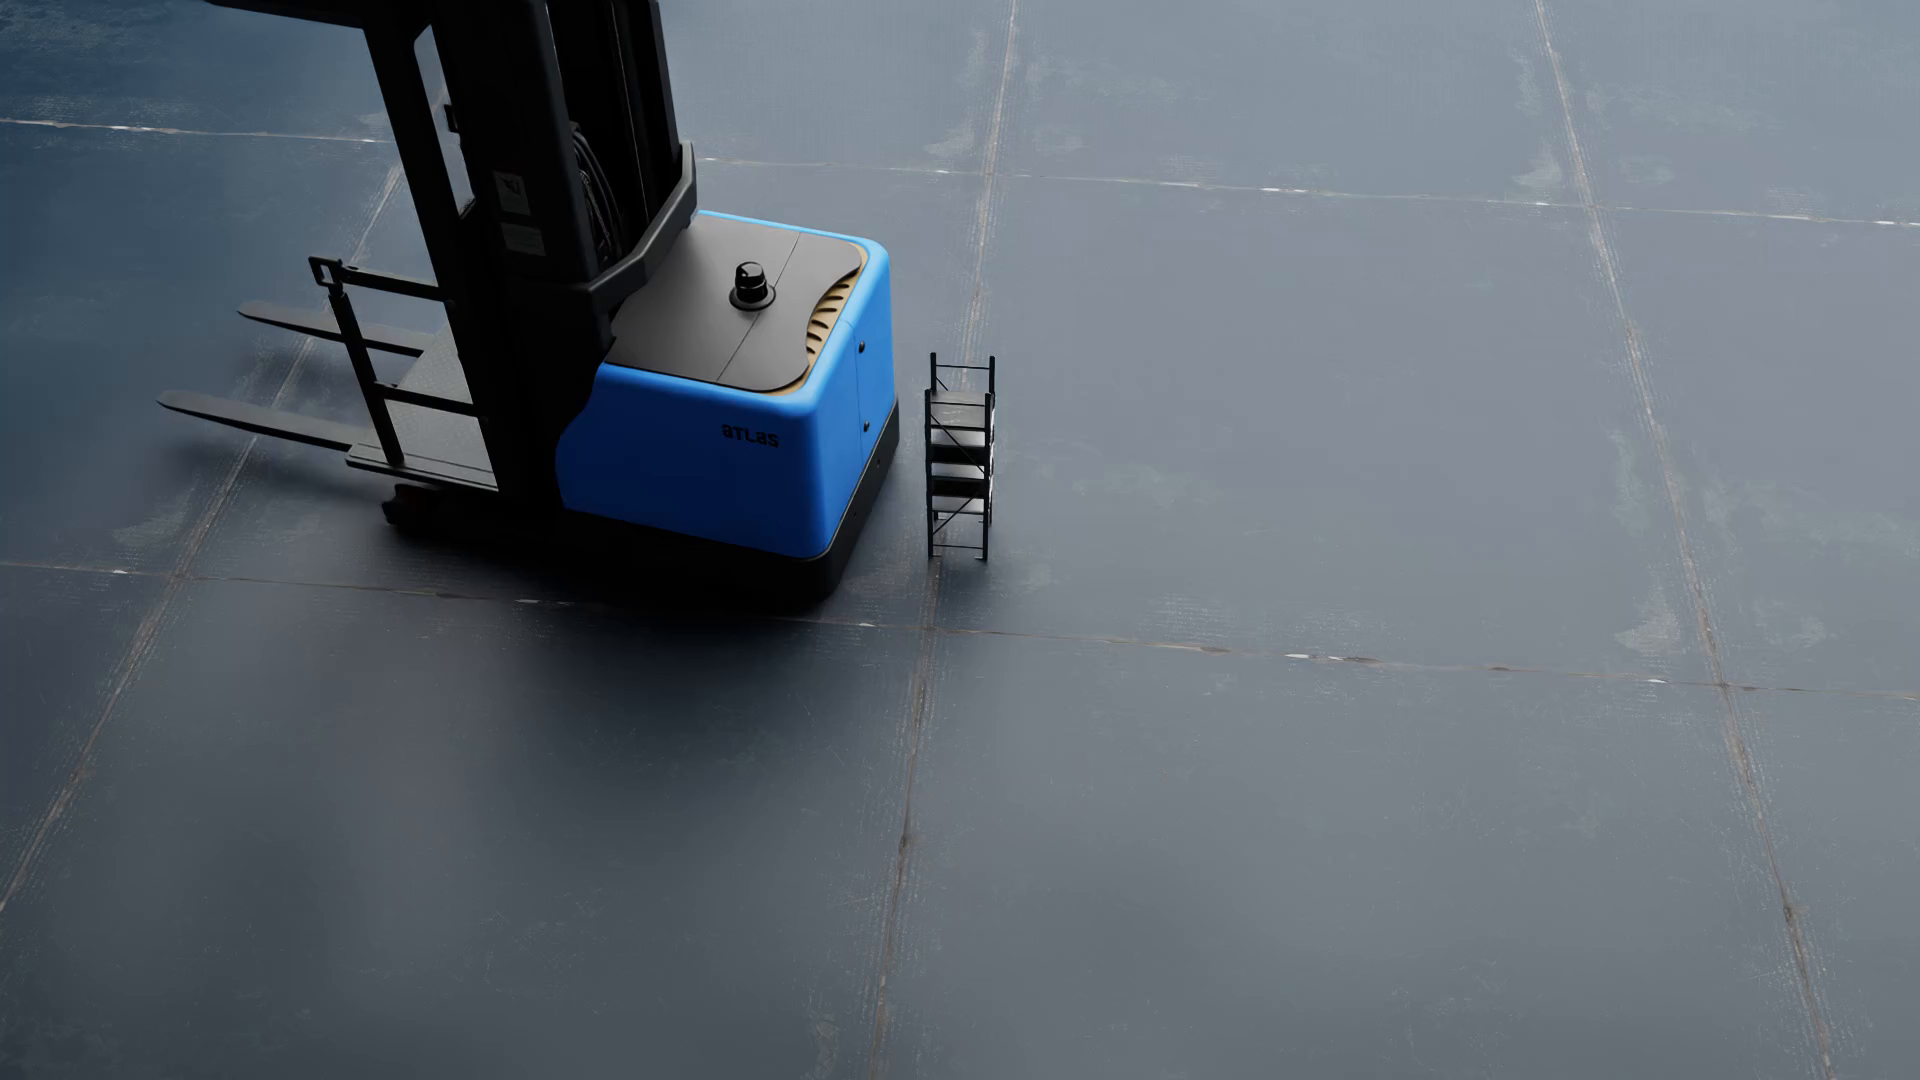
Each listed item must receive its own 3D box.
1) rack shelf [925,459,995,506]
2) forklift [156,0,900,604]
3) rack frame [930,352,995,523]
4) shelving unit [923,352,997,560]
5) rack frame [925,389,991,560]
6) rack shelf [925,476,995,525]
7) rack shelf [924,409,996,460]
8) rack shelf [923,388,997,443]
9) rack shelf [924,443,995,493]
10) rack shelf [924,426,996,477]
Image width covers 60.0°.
[{"bbox_3d":[0.001,-0.226,6.514,0.258,0.077,0.200,4,48,4],"label":"rack shelf"},{"bbox_3d":[-1.831,-1.356,6.004,3.031,2.935,1.130,12,49,11],"label":"forklift"},{"bbox_3d":[0.010,-0.384,6.492,0.240,0.900,0.006,4,48,4],"label":"rack frame"},{"bbox_3d":[0.001,-0.310,6.423,0.258,0.900,0.210,4,48,4],"label":"shelving unit"},{"bbox_3d":[-0.009,-0.235,6.355,0.240,0.900,0.006,4,48,4],"label":"rack frame"},{"bbox_3d":[0.001,-0.166,6.581,0.258,0.077,0.200,4,48,4],"label":"rack shelf"},{"bbox_3d":[0.001,-0.409,6.315,0.258,0.077,0.200,4,48,4],"label":"rack shelf"},{"bbox_3d":[0.001,-0.469,6.249,0.258,0.077,0.200,4,48,4],"label":"rack shelf"},{"bbox_3d":[0.001,-0.287,6.448,0.258,0.077,0.200,4,48,4],"label":"rack shelf"},{"bbox_3d":[0.001,-0.348,6.382,0.258,0.077,0.200,4,48,4],"label":"rack shelf"}]
